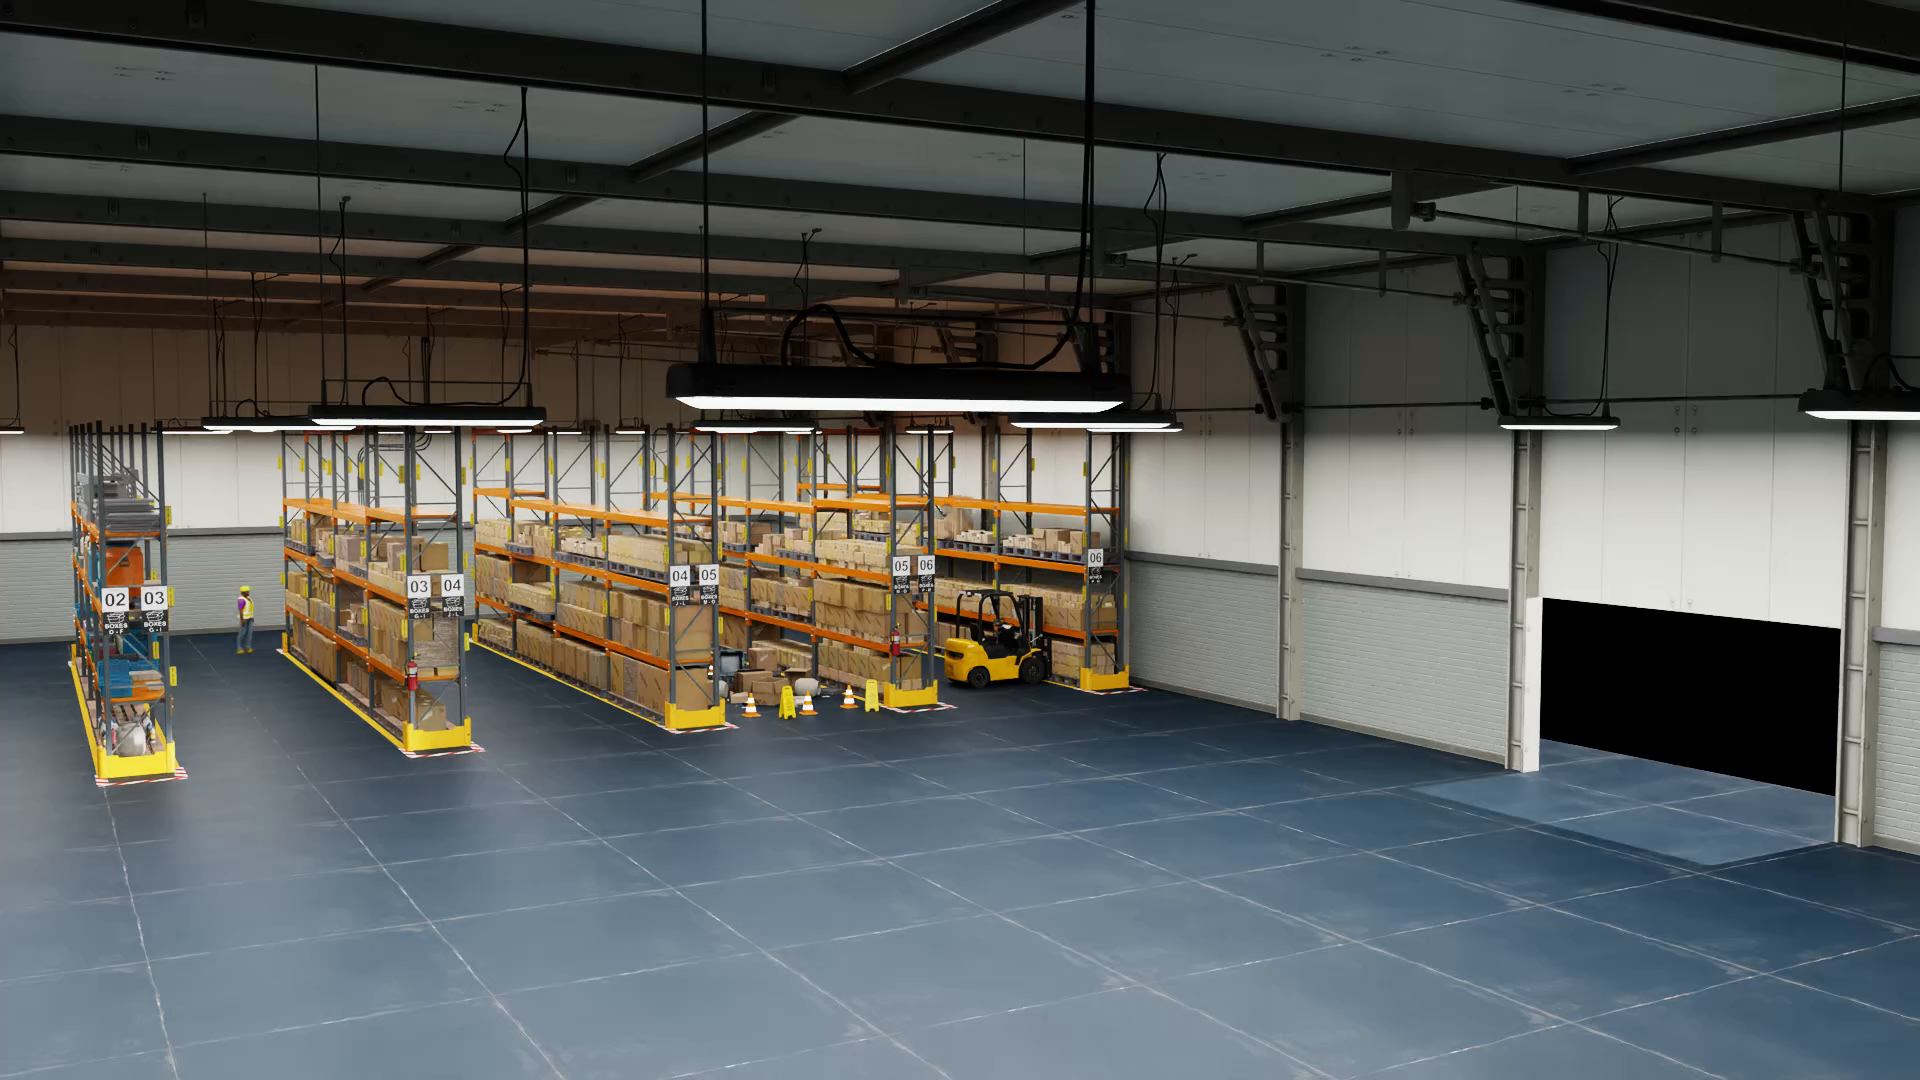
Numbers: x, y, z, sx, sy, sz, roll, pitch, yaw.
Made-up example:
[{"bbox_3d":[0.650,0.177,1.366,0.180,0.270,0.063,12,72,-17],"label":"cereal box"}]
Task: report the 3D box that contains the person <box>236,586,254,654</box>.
[{"bbox_3d":[-18.972,2.100,44.126,0.378,1.775,0.605,1,4,9],"label":"person"}]
